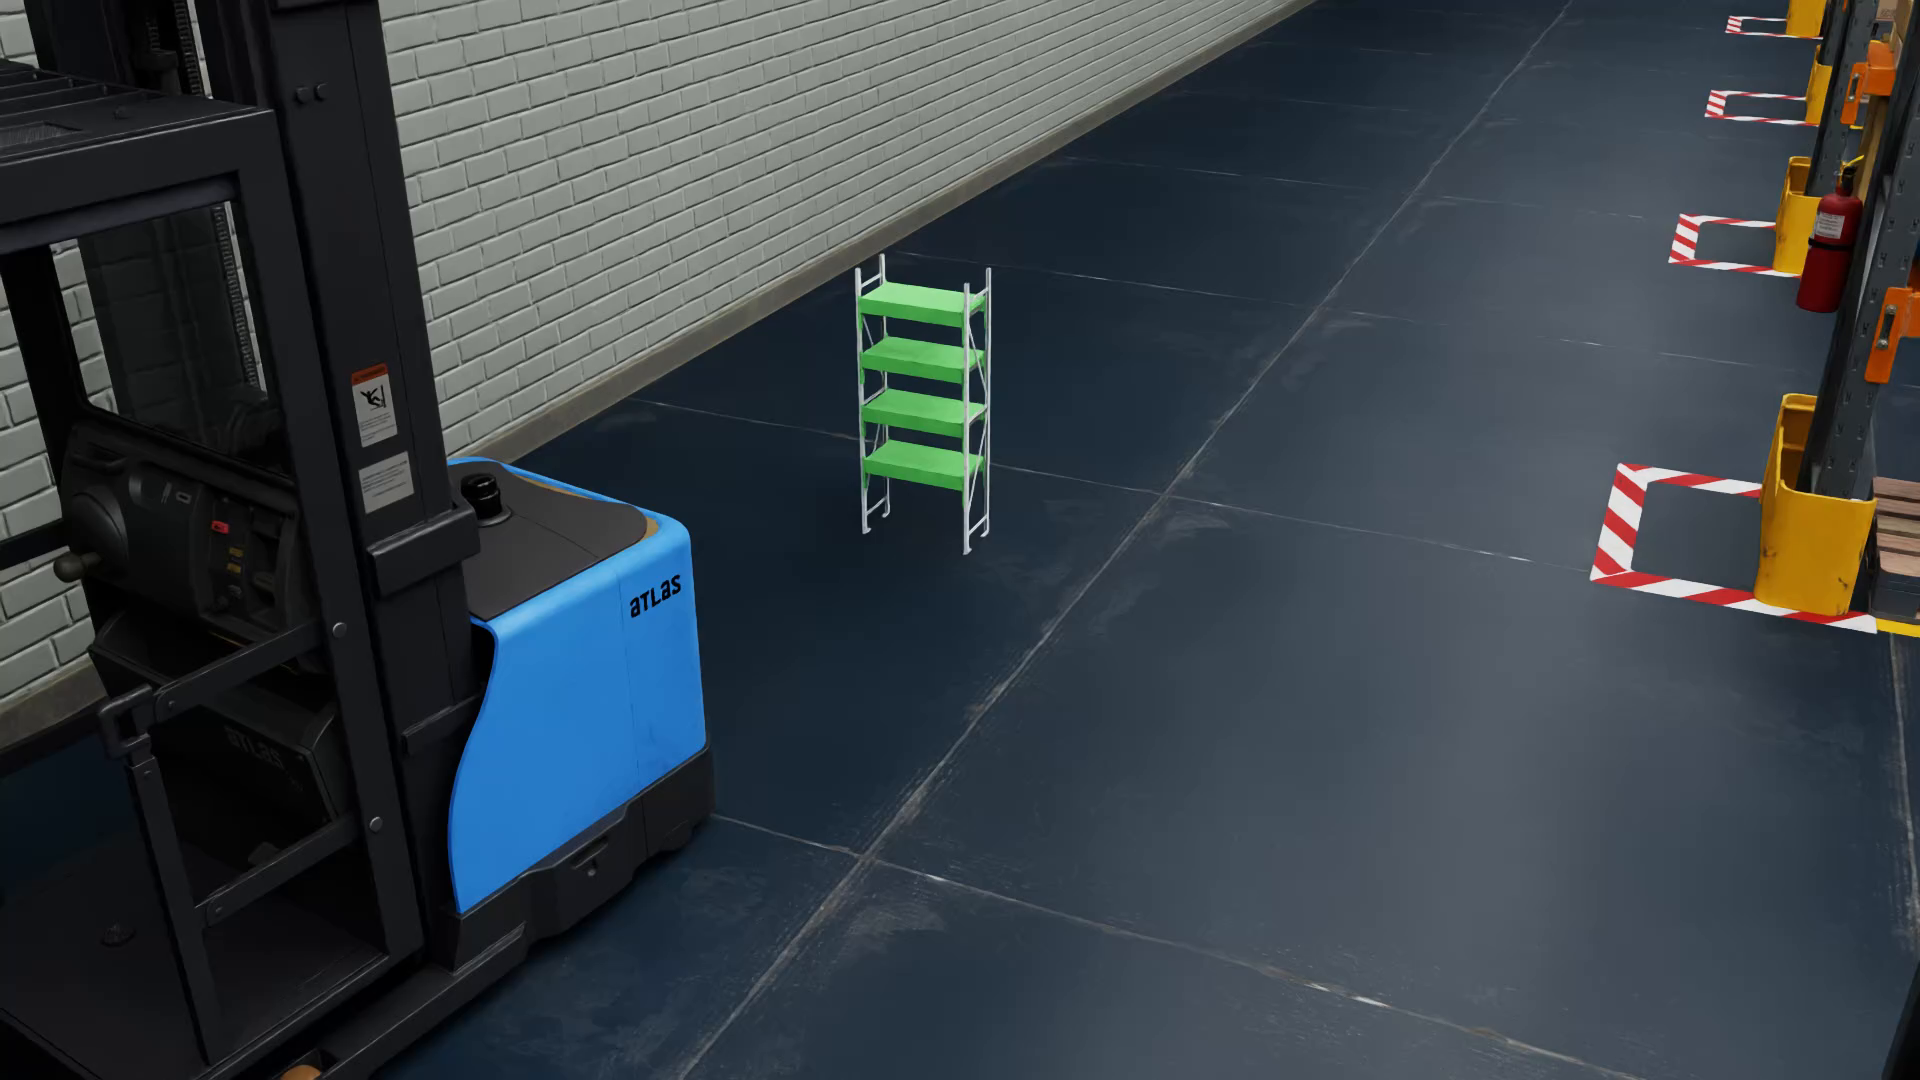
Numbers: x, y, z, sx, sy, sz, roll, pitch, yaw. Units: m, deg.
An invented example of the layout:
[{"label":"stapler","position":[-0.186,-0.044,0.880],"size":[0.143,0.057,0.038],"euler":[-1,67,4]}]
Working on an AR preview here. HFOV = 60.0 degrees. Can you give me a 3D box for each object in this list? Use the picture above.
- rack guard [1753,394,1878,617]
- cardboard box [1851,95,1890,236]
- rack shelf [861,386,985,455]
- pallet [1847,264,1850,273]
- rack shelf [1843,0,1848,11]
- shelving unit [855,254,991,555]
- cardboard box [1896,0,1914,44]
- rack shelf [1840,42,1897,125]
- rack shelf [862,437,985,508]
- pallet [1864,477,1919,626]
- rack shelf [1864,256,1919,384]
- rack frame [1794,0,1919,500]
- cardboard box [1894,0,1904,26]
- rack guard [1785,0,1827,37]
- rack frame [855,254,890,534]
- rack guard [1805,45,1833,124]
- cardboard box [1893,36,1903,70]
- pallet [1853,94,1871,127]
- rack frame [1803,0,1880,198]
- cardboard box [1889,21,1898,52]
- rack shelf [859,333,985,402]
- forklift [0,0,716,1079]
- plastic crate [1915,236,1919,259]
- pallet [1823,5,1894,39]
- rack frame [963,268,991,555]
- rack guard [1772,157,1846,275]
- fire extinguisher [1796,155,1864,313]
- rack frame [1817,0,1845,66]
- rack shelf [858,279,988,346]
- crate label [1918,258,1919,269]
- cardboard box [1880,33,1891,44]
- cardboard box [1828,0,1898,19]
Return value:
[{"label":"rack guard","position":[3.613,-0.175,7.039],"size":[0.348,0.500,1.175],"euler":[11,28,22]},{"label":"cardboard box","position":[6.306,-2.439,10.738],"size":[0.875,0.875,0.875],"euler":[11,28,22]},{"label":"rack shelf","position":[-0.151,-0.511,7.075],"size":[0.480,0.148,0.258],"euler":[11,28,22]},{"label":"pallet","position":[6.451,-1.923,10.917],"size":[1.213,0.211,1.003],"euler":[11,28,22]},{"label":"rack shelf","position":[9.656,-4.576,13.963],"size":[4.000,0.370,1.077],"euler":[11,28,22]},{"label":"shelving unit","position":[-0.151,-0.569,7.046],"size":[0.503,1.200,0.258],"euler":[11,28,22]},{"label":"cardboard box","position":[6.016,-3.159,10.102],"size":[0.500,0.250,0.500],"euler":[11,28,20]},{"label":"rack shelf","position":[7.511,-2.600,9.950],"size":[4.000,0.370,1.077],"euler":[11,28,22]},{"label":"rack shelf","position":[-0.151,-0.296,7.181],"size":[0.480,0.148,0.258],"euler":[11,28,22]},{"label":"pallet","position":[4.375,0.120,6.767],"size":[1.213,0.211,1.003],"euler":[11,28,22]},{"label":"rack shelf","position":[5.461,-0.609,5.905],"size":[4.000,0.370,1.077],"euler":[11,28,22]},{"label":"rack frame","position":[3.640,-1.297,6.489],"size":[0.127,3.000,1.000],"euler":[11,28,22]},{"label":"cardboard box","position":[6.242,-3.373,10.538],"size":[0.500,0.250,0.500],"euler":[11,28,21]},{"label":"rack guard","position":[9.771,-6.156,19.188],"size":[0.348,0.500,1.175],"euler":[11,28,22]},{"label":"rack frame","position":[-0.373,-0.613,7.137],"size":[0.015,1.200,0.240],"euler":[11,28,22]},{"label":"rack guard","position":[7.905,-4.129,15.071],"size":[0.348,0.500,1.175],"euler":[11,28,22]},{"label":"cardboard box","position":[5.877,-2.978,10.188],"size":[0.250,0.149,0.380],"euler":[12,29,22]},{"label":"pallet","position":[8.630,-3.837,14.804],"size":[1.213,0.211,1.003],"euler":[11,28,22]},{"label":"rack frame","position":[5.691,-3.289,10.534],"size":[0.127,3.000,1.000],"euler":[11,28,22]},{"label":"cardboard box","position":[6.151,-3.243,10.726],"size":[0.250,0.149,0.380],"euler":[12,29,23]},{"label":"rack shelf","position":[-0.151,-0.727,6.969],"size":[0.480,0.148,0.258],"euler":[11,28,22]},{"label":"forklift","position":[-2.025,0.016,3.899],"size":[1.130,2.935,3.031],"euler":[17,31,30]},{"label":"plastic crate","position":[4.023,-1.354,6.496],"size":[0.499,0.435,0.616],"euler":[11,28,22]},{"label":"pallet","position":[10.553,-5.908,19.010],"size":[1.213,0.211,1.003],"euler":[11,28,22]},{"label":"rack frame","position":[0.071,-0.524,6.956],"size":[0.015,1.200,0.240],"euler":[11,28,22]},{"label":"rack guard","position":[5.669,-2.172,11.095],"size":[0.348,0.500,1.175],"euler":[11,28,22]},{"label":"fire extinguisher","position":[3.691,-1.305,7.015],"size":[0.183,0.674,0.296],"euler":[11,28,22]},{"label":"rack frame","position":[7.836,-5.265,14.547],"size":[0.127,3.000,1.000],"euler":[11,28,22]},{"label":"rack shelf","position":[-0.151,-0.942,6.863],"size":[0.480,0.148,0.258],"euler":[11,28,22]},{"label":"crate label","position":[3.729,-1.071,6.152],"size":[0.303,0.233,0.416],"euler":[11,28,22]},{"label":"cardboard box","position":[8.423,-4.446,14.963],"size":[0.250,0.149,0.380],"euler":[12,29,22]},{"label":"cardboard box","position":[10.435,-6.232,18.937],"size":[0.875,0.438,0.875],"euler":[10,28,20]}]
